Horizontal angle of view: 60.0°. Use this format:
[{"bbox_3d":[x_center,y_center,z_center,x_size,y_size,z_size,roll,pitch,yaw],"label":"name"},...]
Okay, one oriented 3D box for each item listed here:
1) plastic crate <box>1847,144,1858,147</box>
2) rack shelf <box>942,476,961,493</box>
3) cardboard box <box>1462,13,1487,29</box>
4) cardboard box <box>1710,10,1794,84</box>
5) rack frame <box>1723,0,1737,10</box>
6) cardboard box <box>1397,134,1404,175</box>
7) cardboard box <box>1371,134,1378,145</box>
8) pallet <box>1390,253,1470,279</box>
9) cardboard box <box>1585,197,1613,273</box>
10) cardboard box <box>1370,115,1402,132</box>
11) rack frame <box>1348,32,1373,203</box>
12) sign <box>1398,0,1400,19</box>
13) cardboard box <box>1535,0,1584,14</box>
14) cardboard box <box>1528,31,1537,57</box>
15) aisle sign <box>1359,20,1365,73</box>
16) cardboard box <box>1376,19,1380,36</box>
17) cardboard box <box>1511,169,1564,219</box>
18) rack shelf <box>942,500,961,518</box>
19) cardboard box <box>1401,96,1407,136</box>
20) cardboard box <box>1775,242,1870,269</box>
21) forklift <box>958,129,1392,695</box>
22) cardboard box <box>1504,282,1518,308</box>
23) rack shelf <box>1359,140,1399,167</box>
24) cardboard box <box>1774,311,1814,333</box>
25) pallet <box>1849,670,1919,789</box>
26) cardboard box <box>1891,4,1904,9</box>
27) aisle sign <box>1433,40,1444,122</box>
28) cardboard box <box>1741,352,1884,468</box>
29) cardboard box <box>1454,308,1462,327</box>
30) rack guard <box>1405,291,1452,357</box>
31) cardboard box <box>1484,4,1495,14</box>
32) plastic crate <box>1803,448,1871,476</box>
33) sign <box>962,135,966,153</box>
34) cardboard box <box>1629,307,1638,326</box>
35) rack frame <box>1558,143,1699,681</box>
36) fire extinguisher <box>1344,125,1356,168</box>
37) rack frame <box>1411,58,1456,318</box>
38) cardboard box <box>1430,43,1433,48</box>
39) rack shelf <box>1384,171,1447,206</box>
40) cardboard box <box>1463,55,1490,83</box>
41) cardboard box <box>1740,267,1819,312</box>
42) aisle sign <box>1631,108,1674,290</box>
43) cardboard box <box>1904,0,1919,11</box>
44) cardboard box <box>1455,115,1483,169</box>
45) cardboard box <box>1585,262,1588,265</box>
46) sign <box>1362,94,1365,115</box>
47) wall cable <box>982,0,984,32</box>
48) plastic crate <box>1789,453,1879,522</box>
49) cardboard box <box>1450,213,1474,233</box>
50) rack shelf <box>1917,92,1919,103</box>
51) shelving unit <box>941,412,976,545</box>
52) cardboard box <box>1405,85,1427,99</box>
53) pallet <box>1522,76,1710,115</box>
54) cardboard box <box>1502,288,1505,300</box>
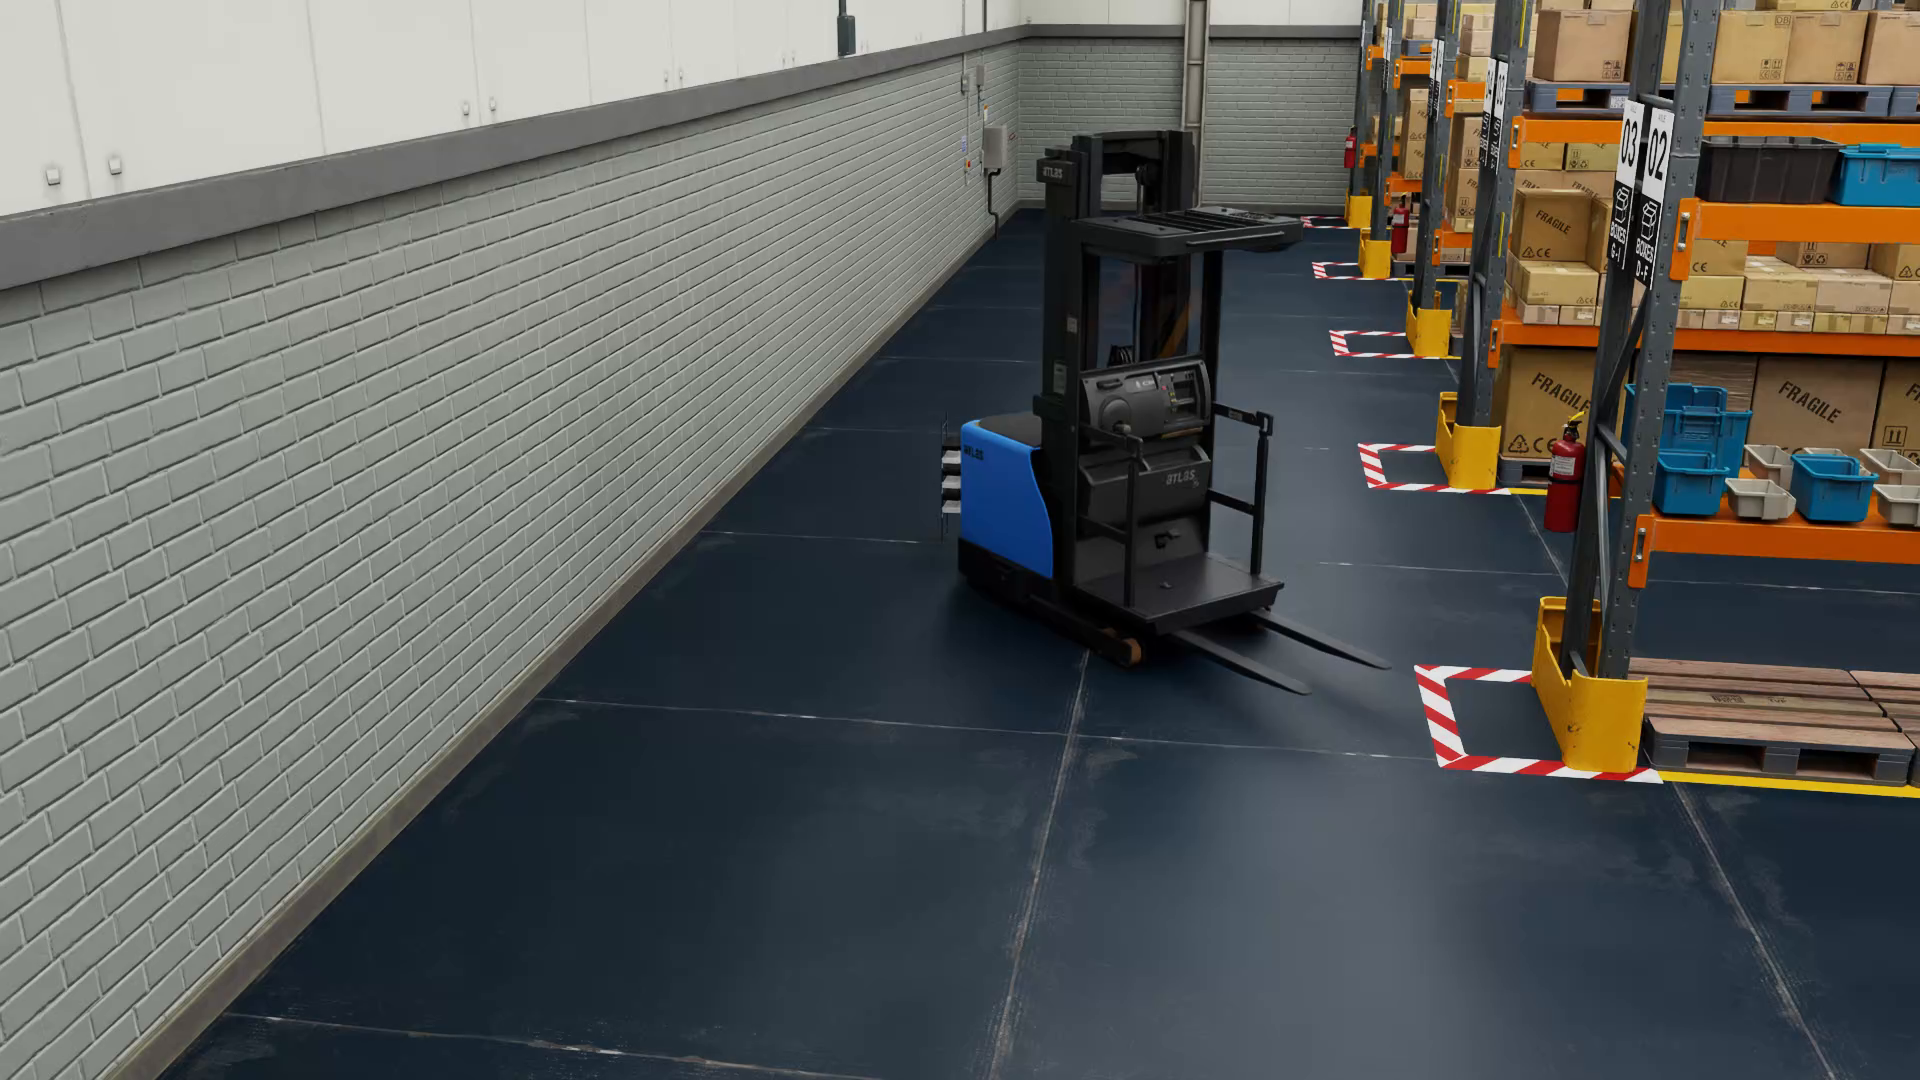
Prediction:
[{"bbox_3d":[4.353,-1.808,8.085,0.336,0.188,0.450,3,19,9],"label":"plastic crate"},{"bbox_3d":[-0.008,-0.396,11.672,0.200,0.077,0.258,3,19,9],"label":"rack shelf"},{"bbox_3d":[5.381,-5.399,17.305,0.250,0.149,0.380,3,19,8],"label":"cardboard box"},{"bbox_3d":[5.696,-3.628,12.213,0.500,0.500,0.700,2,19,5],"label":"cardboard box"},{"bbox_3d":[9.641,-7.746,20.771,0.127,3.000,1.000,3,19,9],"label":"rack frame"},{"bbox_3d":[6.210,-5.208,22.484,0.500,0.500,0.500,3,19,9],"label":"cardboard box"},{"bbox_3d":[6.756,-6.436,26.706,0.250,0.149,0.380,3,19,8],"label":"cardboard box"},{"bbox_3d":[6.494,-3.764,22.720,1.213,0.211,1.003,3,19,9],"label":"pallet"},{"bbox_3d":[5.045,-2.289,12.503,0.500,0.500,0.500,2,19,7],"label":"cardboard box"},{"bbox_3d":[6.972,-6.787,27.129,0.500,0.250,0.500,3,19,10],"label":"cardboard box"},{"bbox_3d":[6.475,-6.657,26.973,0.127,3.000,1.000,3,19,9],"label":"rack frame"},{"bbox_3d":[5.598,-6.803,21.179,0.005,0.325,0.100,3,19,9],"label":"sign"},{"bbox_3d":[7.658,-6.670,21.307,0.500,0.500,0.500,3,19,10],"label":"cardboard box"},{"bbox_3d":[5.914,-5.005,16.756,0.500,0.250,0.500,3,19,8],"label":"cardboard box"},{"bbox_3d":[6.361,-7.802,26.295,0.004,0.787,0.394,3,19,9],"label":"aisle sign"},{"bbox_3d":[6.958,-8.213,26.661,0.500,0.250,0.500,3,19,8],"label":"cardboard box"},{"bbox_3d":[5.938,-3.607,17.229,0.500,0.500,0.500,3,19,9],"label":"cardboard box"},{"bbox_3d":[-0.008,-0.225,11.729,0.200,0.077,0.258,3,19,9],"label":"rack shelf"},{"bbox_3d":[6.206,-5.674,22.300,0.500,0.500,0.500,4,19,10],"label":"cardboard box"},{"bbox_3d":[6.637,-2.378,12.768,0.500,0.500,0.500,2,19,7],"label":"cardboard box"},{"bbox_3d":[1.229,-0.828,9.659,1.130,2.935,3.031,-12,22,-32],"label":"forklift"},{"bbox_3d":[4.524,-1.964,13.340,0.250,0.149,0.380,3,19,10],"label":"cardboard box"},{"bbox_3d":[8.450,-6.216,26.786,4.000,0.370,1.077,3,19,9],"label":"rack shelf"},{"bbox_3d":[6.196,-1.667,12.455,0.250,0.149,0.380,3,19,10],"label":"cardboard box"},{"bbox_3d":[5.343,0.992,8.504,1.213,0.211,1.003,3,19,9],"label":"pallet"},{"bbox_3d":[11.804,-6.366,20.556,0.500,0.500,0.500,3,19,9],"label":"cardboard box"},{"bbox_3d":[4.887,-4.689,16.992,0.004,0.787,0.394,3,19,9],"label":"aisle sign"},{"bbox_3d":[6.542,-1.091,13.024,0.875,0.875,0.875,3,19,9],"label":"cardboard box"},{"bbox_3d":[5.559,-2.432,18.176,0.250,0.149,0.380,3,19,10],"label":"cardboard box"},{"bbox_3d":[5.081,-2.357,18.060,0.348,0.500,1.175,3,19,9],"label":"rack guard"},{"bbox_3d":[8.376,-8.211,25.868,0.500,0.250,0.500,3,19,10],"label":"cardboard box"},{"bbox_3d":[4.452,-0.346,8.430,0.243,0.136,0.396,3,19,9],"label":"plastic crate"},{"bbox_3d":[0.053,-5.495,23.072,0.001,0.218,0.327,3,19,9],"label":"sign"},{"bbox_3d":[5.182,-1.719,12.610,0.250,0.149,0.380,3,19,8],"label":"cardboard box"},{"bbox_3d":[3.334,-0.446,8.408,0.127,3.000,1.000,3,19,9],"label":"rack frame"},{"bbox_3d":[6.257,-6.306,26.633,0.183,0.674,0.296,3,19,9],"label":"fire extinguisher"},{"bbox_3d":[5.006,-3.546,17.675,0.127,3.000,1.000,3,19,9],"label":"rack frame"},{"bbox_3d":[7.497,-7.804,26.068,0.250,0.149,0.380,3,19,10],"label":"cardboard box"},{"bbox_3d":[7.666,-4.660,22.138,4.000,0.370,1.077,3,19,9],"label":"rack shelf"},{"bbox_3d":[5.409,-4.795,16.916,0.500,0.250,0.500,4,19,11],"label":"cardboard box"},{"bbox_3d":[6.077,-1.884,12.473,0.500,0.250,0.500,3,19,8],"label":"cardboard box"},{"bbox_3d":[3.216,-1.589,7.728,0.004,0.787,0.394,3,19,9],"label":"aisle sign"},{"bbox_3d":[7.142,-3.918,11.898,0.500,0.250,0.500,2,19,5],"label":"cardboard box"},{"bbox_3d":[5.408,-4.103,17.137,0.500,0.500,0.500,3,19,8],"label":"cardboard box"},{"bbox_3d":[5.141,-2.100,13.121,0.500,0.250,0.500,3,19,8],"label":"cardboard box"},{"bbox_3d":[6.389,-6.898,26.327,0.005,0.325,0.100,3,19,9],"label":"sign"},{"bbox_3d":[0.153,-8.381,22.668,0.029,3.000,2.355,3,19,9],"label":"wall cable"},{"bbox_3d":[4.176,-0.246,7.981,0.300,0.233,0.416,3,19,9],"label":"plastic crate"},{"bbox_3d":[5.274,-3.308,17.359,0.250,0.149,0.380,3,19,8],"label":"cardboard box"},{"bbox_3d":[10.930,-4.326,16.410,4.000,0.370,1.077,3,19,9],"label":"rack shelf"},{"bbox_3d":[-0.008,-0.427,11.662,0.210,0.900,0.258,3,19,9],"label":"shelving unit"},{"bbox_3d":[6.078,-5.976,22.181,0.250,0.149,0.380,3,19,9],"label":"cardboard box"},{"bbox_3d":[4.854,-3.344,12.482,1.213,0.211,1.003,3,19,9],"label":"pallet"},{"bbox_3d":[5.761,-2.567,17.640,0.250,0.149,0.380,3,19,10],"label":"cardboard box"}]
